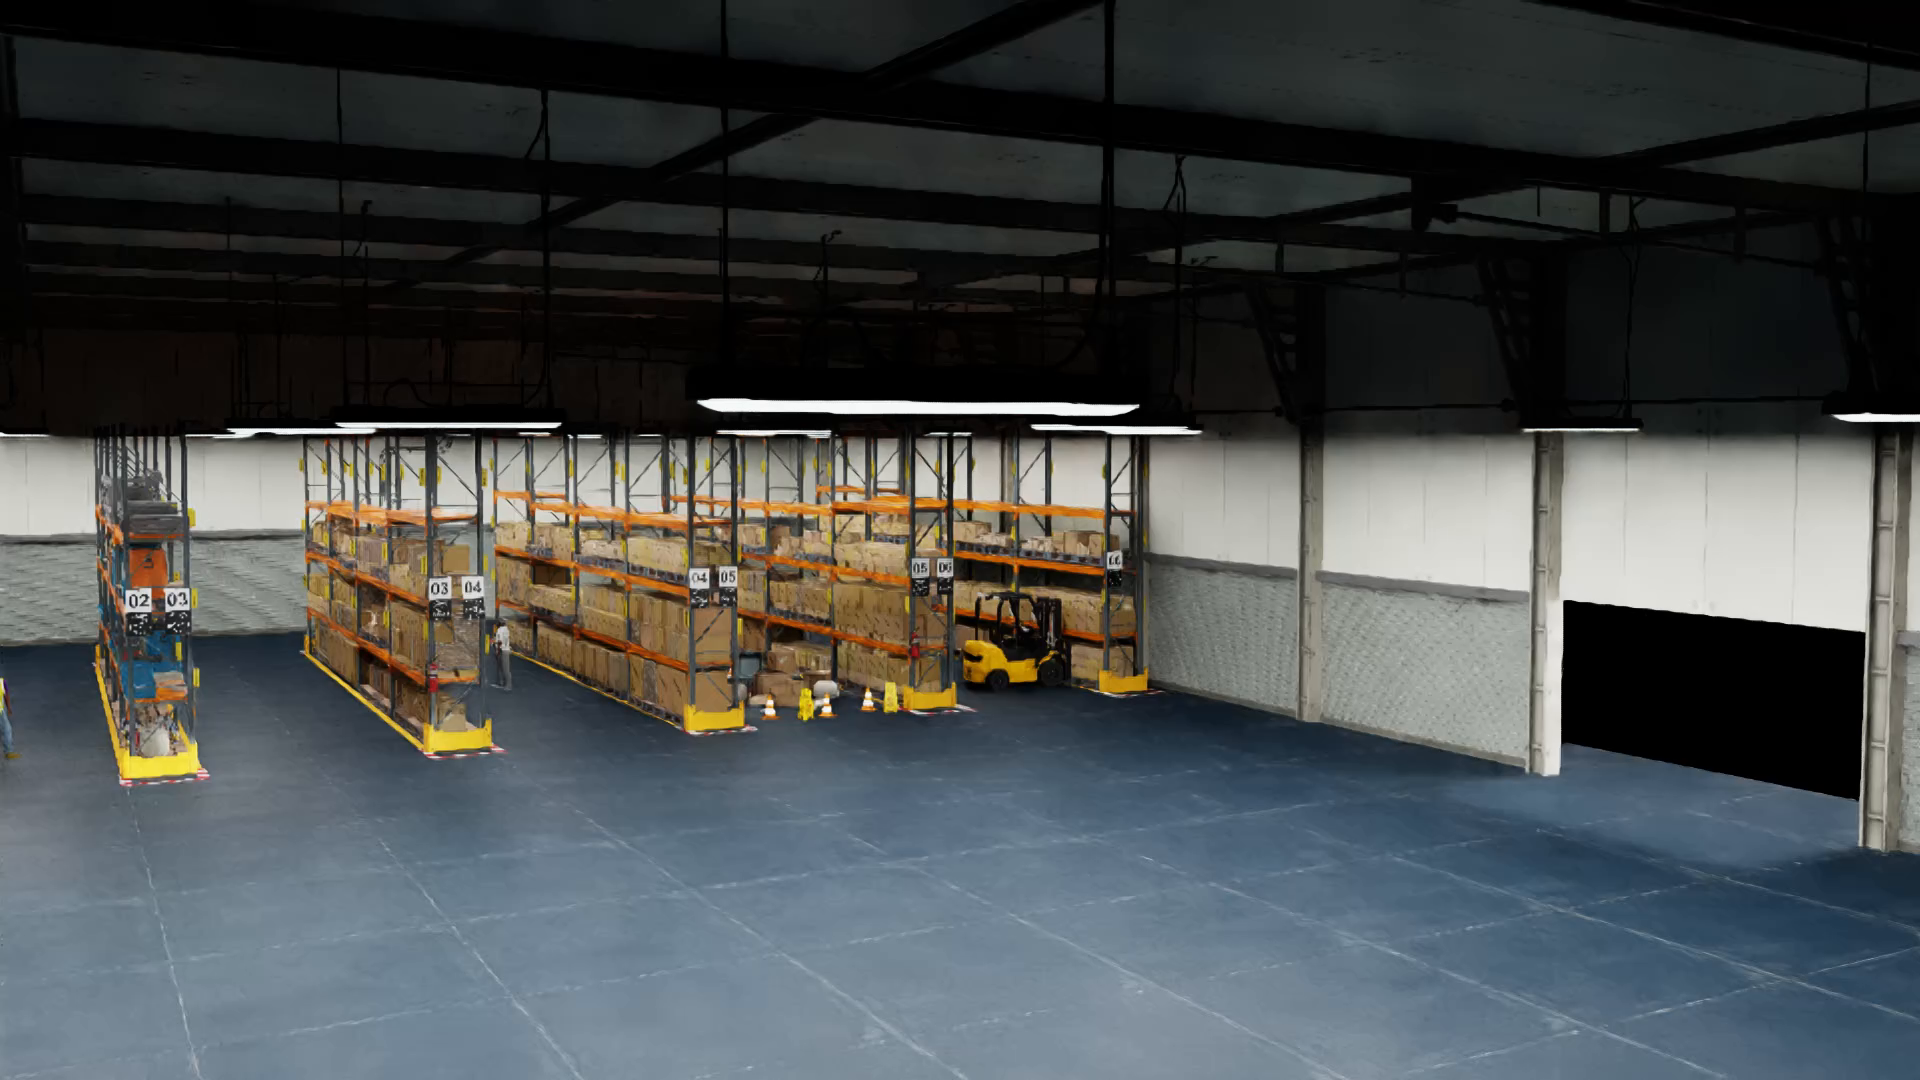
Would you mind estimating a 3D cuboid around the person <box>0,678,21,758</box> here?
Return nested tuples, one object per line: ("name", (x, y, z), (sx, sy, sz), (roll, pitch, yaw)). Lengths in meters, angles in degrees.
("person", (-17.324, 3.065, 29.744), (0.843, 1.702, 0.708), (3, 5, 44))

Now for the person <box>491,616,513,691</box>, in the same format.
("person", (-10.471, 2.579, 37.961), (0.538, 1.664, 0.568), (0, 3, 0))

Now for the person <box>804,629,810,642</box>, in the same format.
("person", (-4.425, 2.114, 46.243), (0.526, 1.592, 0.522), (0, 3, 2))
